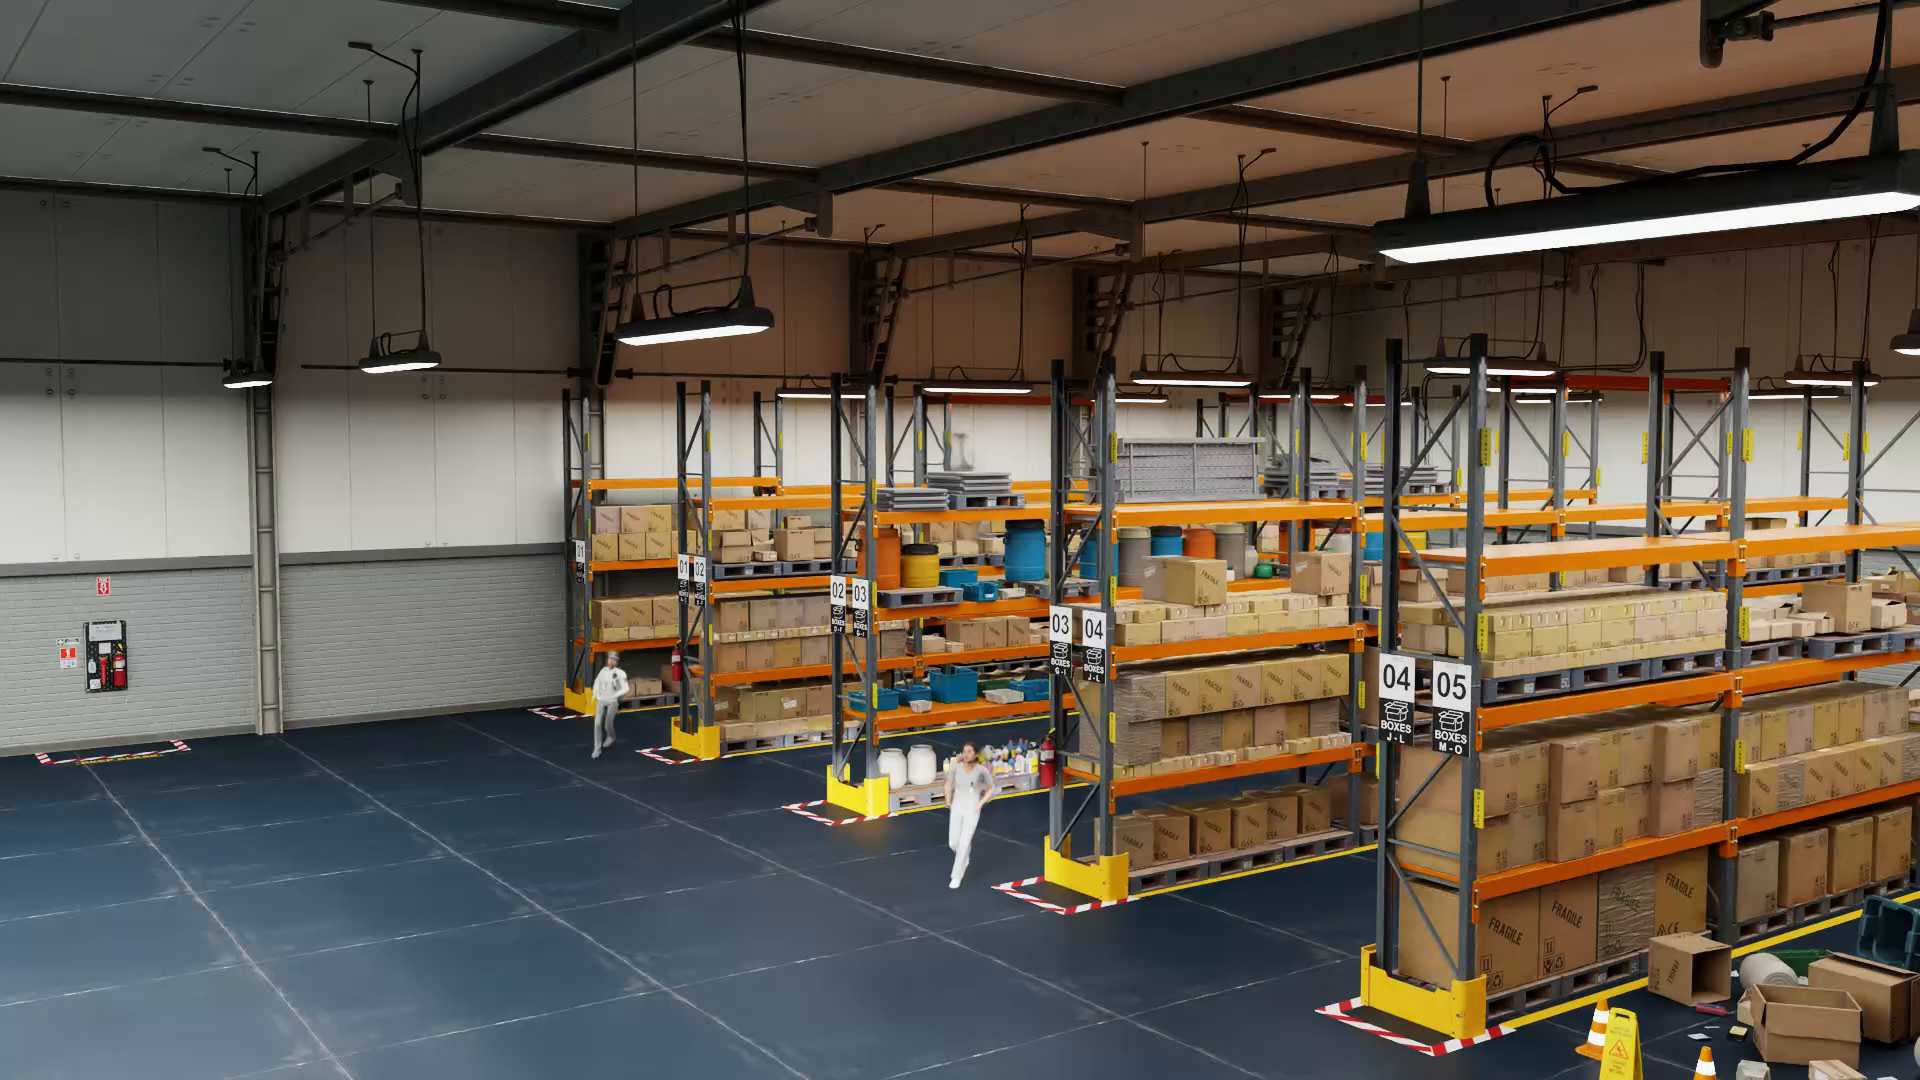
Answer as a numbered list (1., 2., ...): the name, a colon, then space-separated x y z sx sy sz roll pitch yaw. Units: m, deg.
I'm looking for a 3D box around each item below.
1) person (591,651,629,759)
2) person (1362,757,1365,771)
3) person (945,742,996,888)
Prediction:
1. person: -5.639 2.621 26.739 0.649 1.684 0.792 1 4 10
2. person: 6.007 2.753 24.254 0.625 1.783 0.770 3 5 42
3. person: 0.115 3.126 19.140 0.583 1.645 0.746 1 4 19
